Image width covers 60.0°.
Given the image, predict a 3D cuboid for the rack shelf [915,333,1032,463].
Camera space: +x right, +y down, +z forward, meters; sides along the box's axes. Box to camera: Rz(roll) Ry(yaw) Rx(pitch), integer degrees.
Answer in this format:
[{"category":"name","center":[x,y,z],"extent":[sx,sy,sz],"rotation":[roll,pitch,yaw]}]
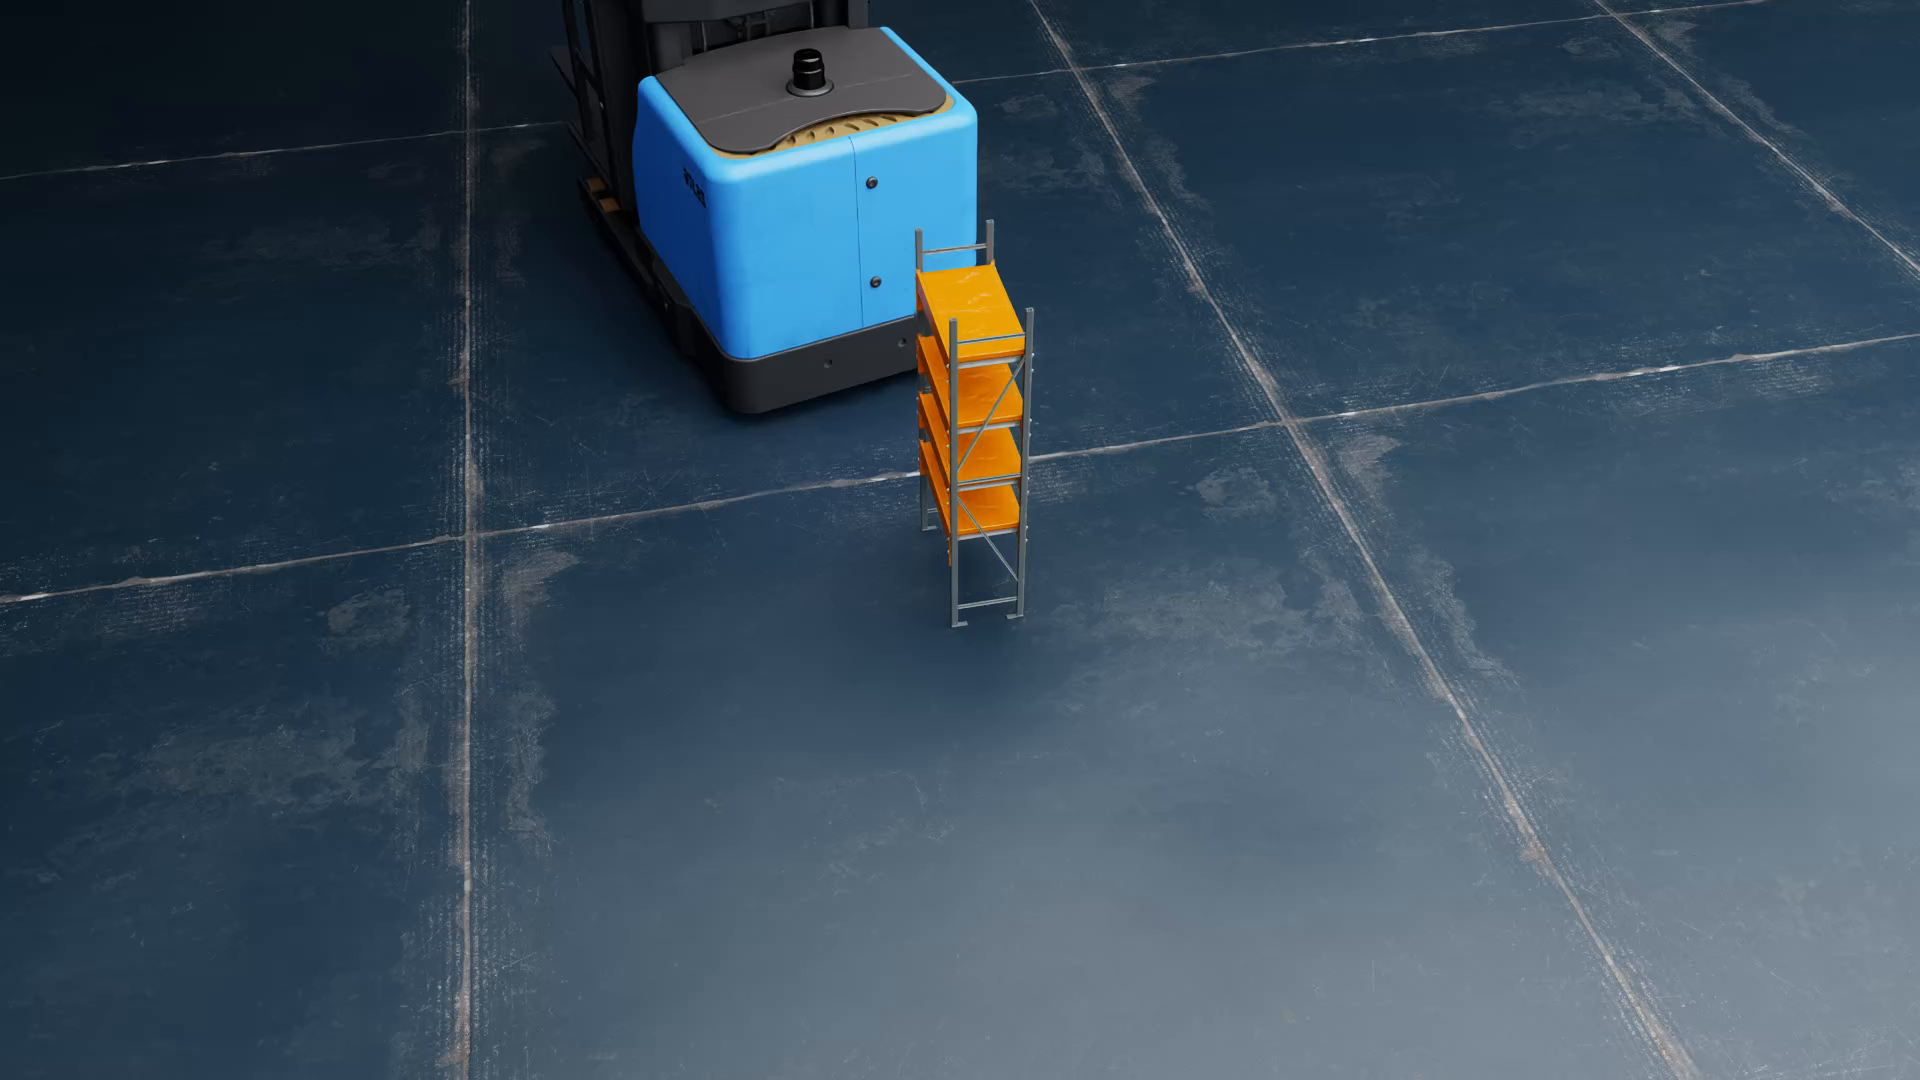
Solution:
[{"category":"rack shelf","center":[0.036,-0.458,5.127],"extent":[0.258,0.148,0.480],"rotation":[-8,42,-9]}]

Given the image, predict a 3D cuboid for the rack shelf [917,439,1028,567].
[{"category":"rack shelf","center":[0.036,-0.143,5.407],"extent":[0.258,0.148,0.480],"rotation":[-8,42,-9]}]

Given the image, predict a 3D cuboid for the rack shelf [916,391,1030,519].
[{"category":"rack shelf","center":[0.036,-0.291,5.275],"extent":[0.258,0.148,0.480],"rotation":[-8,42,-9]}]

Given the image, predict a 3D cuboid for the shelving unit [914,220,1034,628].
[{"category":"shelving unit","center":[0.036,-0.341,5.231],"extent":[0.258,1.200,0.503],"rotation":[-8,42,-9]}]

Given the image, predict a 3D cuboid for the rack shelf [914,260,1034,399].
[{"category":"rack shelf","center":[0.036,-0.635,4.970],"extent":[0.258,0.148,0.480],"rotation":[-8,42,-9]}]

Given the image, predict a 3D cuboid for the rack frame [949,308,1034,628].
[{"category":"rack frame","center":[0.088,-0.183,5.053],"extent":[0.240,1.200,0.015],"rotation":[-8,42,-9]}]

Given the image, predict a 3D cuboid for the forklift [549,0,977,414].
[{"category":"forklift","center":[-1.031,-2.539,6.402],"extent":[1.130,2.935,3.031],"rotation":[-18,45,-20]}]

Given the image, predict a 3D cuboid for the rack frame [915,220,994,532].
[{"category":"rack frame","center":[-0.017,-0.500,5.409],"extent":[0.240,1.200,0.015],"rotation":[-8,42,-9]}]
